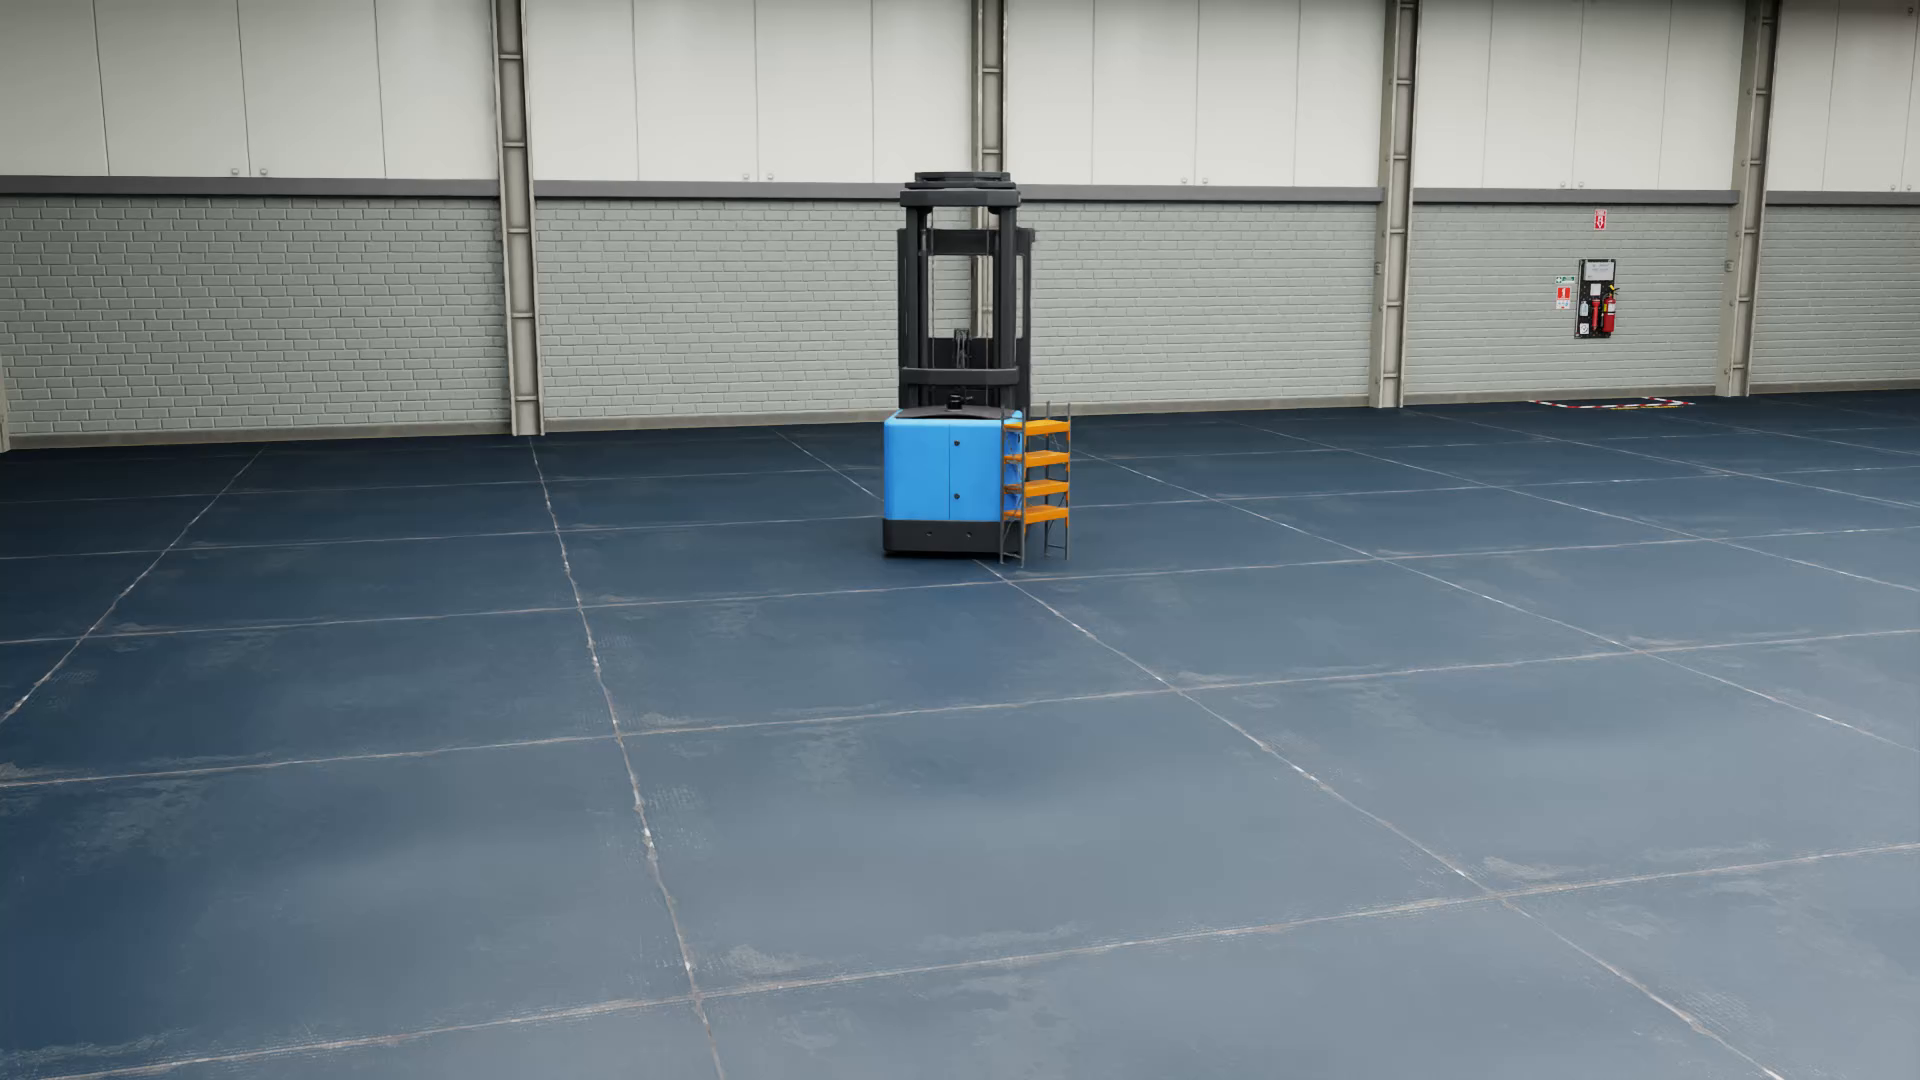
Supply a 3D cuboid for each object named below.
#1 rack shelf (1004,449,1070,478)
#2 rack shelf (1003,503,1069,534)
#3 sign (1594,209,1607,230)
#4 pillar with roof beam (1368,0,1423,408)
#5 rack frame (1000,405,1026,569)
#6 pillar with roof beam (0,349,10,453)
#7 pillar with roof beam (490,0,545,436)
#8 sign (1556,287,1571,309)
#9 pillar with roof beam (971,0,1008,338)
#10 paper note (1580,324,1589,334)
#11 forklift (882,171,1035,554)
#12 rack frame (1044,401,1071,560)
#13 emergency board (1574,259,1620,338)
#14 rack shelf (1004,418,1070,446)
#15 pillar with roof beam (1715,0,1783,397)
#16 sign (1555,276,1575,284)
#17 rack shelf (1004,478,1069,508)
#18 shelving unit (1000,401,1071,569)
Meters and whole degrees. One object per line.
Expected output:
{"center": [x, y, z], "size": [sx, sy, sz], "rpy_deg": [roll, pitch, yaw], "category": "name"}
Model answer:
{"center": [0.568, -0.578, 12.505], "size": [0.480, 0.148, 0.258], "rpy_deg": [-10, 15, -43], "category": "rack shelf"}
{"center": [0.567, -0.163, 12.583], "size": [0.480, 0.148, 0.258], "rpy_deg": [-10, 15, -43], "category": "rack shelf"}
{"center": [9.483, -4.744, 24.626], "size": [0.199, 0.298, 0.001], "rpy_deg": [-3, 11, -16], "category": "sign"}
{"center": [7.345, -5.604, 19.130], "size": [0.400, 9.000, 9.100], "rpy_deg": [-3, 11, -16], "category": "pillar with roof beam"}
{"center": [0.391, -0.394, 12.368], "size": [0.015, 1.200, 0.240], "rpy_deg": [-10, 15, -43], "category": "rack frame"}
{"center": [-9.938, -4.693, 14.182], "size": [0.400, 9.000, 9.100], "rpy_deg": [-3, 11, -16], "category": "pillar with roof beam"}
{"center": [-4.177, -4.996, 15.832], "size": [0.400, 9.000, 9.100], "rpy_deg": [-3, 11, -16], "category": "pillar with roof beam"}
{"center": [8.959, -3.594, 24.687], "size": [0.234, 0.329, 0.001], "rpy_deg": [-3, 11, -16], "category": "sign"}
{"center": [1.584, -5.300, 17.481], "size": [0.400, 9.000, 9.100], "rpy_deg": [-3, 11, -16], "category": "pillar with roof beam"}
{"center": [9.330, -3.157, 24.841], "size": [0.142, 0.148, 0.016], "rpy_deg": [-3, 11, -16], "category": "paper note"}
{"center": [0.058, -1.555, 13.895], "size": [1.130, 2.935, 3.031], "rpy_deg": [1, 10, 5], "category": "forklift"}
{"center": [0.744, -0.455, 12.700], "size": [0.015, 1.200, 0.240], "rpy_deg": [-10, 15, -43], "category": "rack frame"}
{"center": [9.519, -3.587, 24.744], "size": [0.643, 1.169, 0.194], "rpy_deg": [-3, 11, -16], "category": "emergency board"}
{"center": [0.569, -0.811, 12.461], "size": [0.480, 0.148, 0.258], "rpy_deg": [-10, 15, -43], "category": "rack shelf"}
{"center": [13.106, -5.907, 20.779], "size": [0.400, 9.000, 9.100], "rpy_deg": [-3, 11, -16], "category": "pillar with roof beam"}
{"center": [8.966, -3.854, 24.632], "size": [0.331, 0.109, 0.001], "rpy_deg": [-3, 11, -16], "category": "sign"}
{"center": [0.567, -0.358, 12.546], "size": [0.480, 0.148, 0.258], "rpy_deg": [-10, 15, -43], "category": "rack shelf"}
{"center": [0.568, -0.424, 12.534], "size": [0.503, 1.200, 0.258], "rpy_deg": [-10, 15, -43], "category": "shelving unit"}
